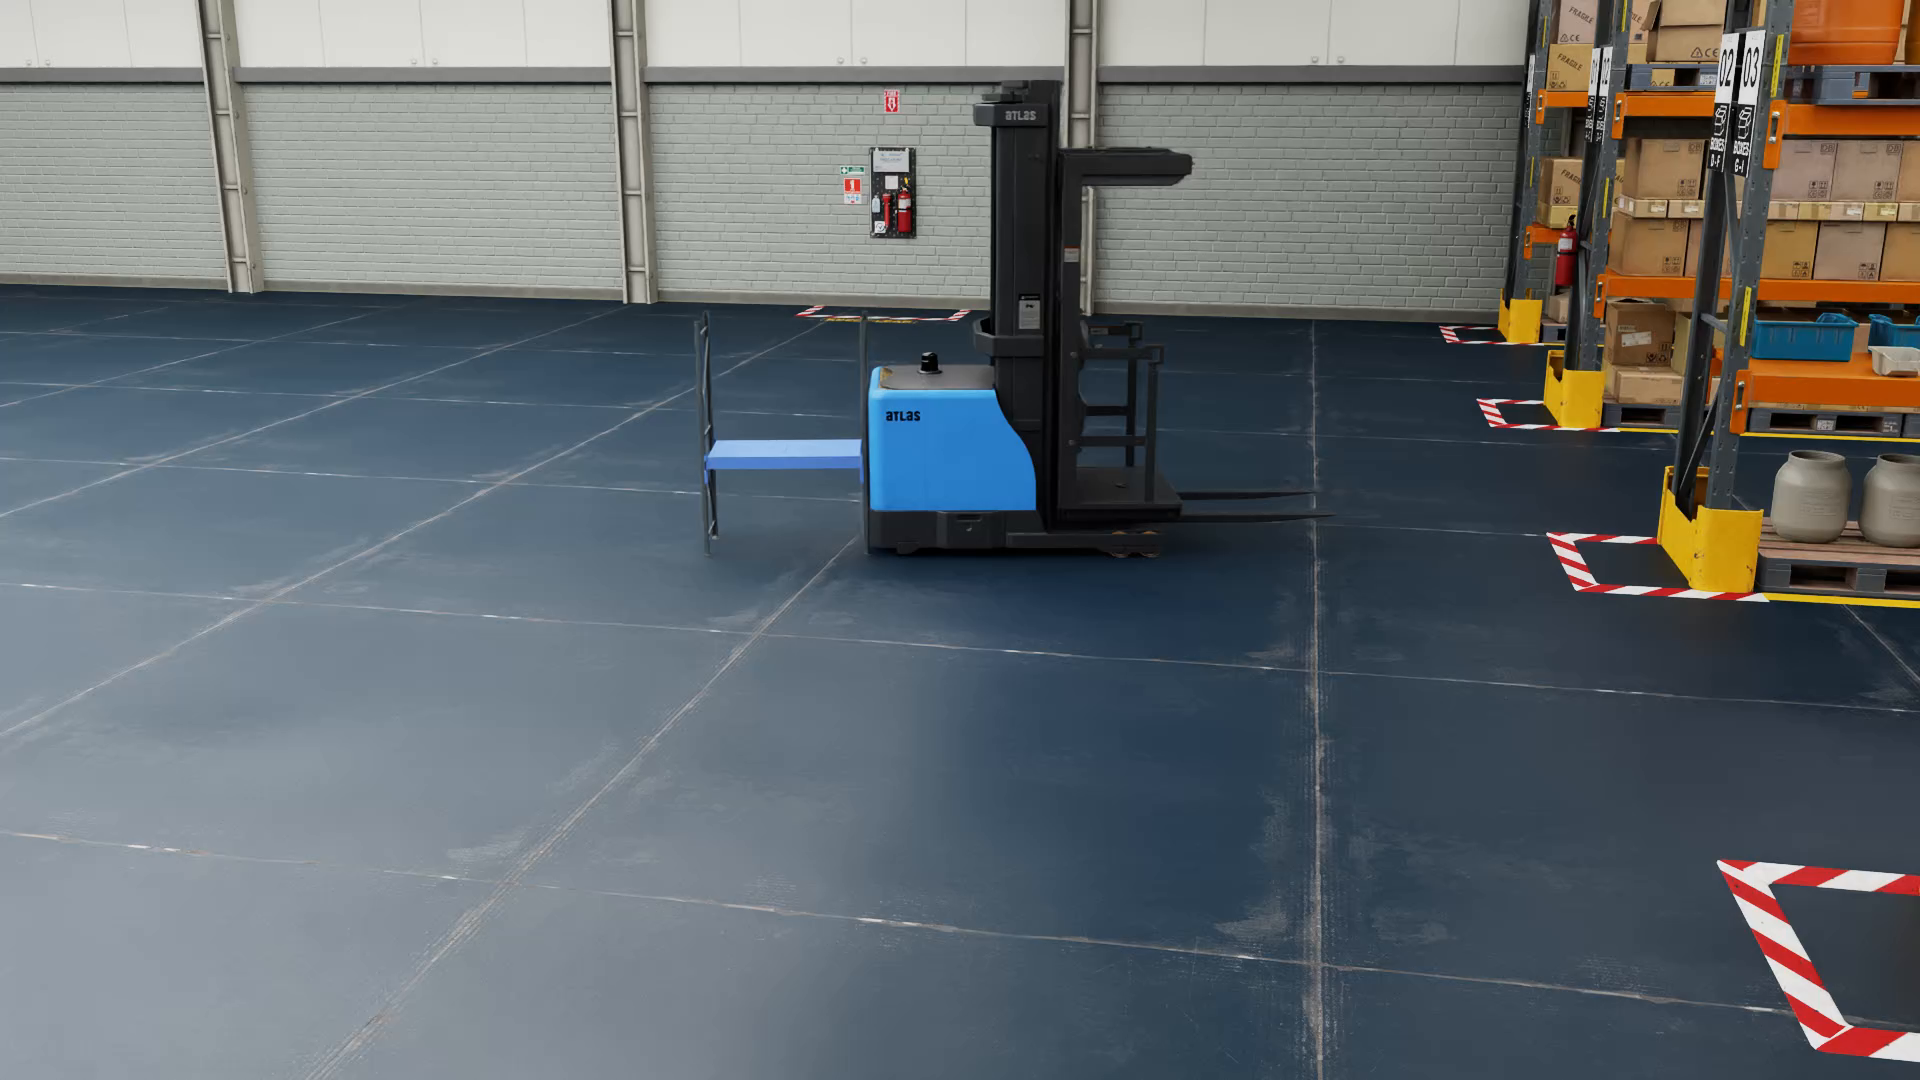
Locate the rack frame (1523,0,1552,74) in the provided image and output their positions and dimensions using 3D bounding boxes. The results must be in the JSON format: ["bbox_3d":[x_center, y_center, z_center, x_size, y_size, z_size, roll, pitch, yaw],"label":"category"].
[{"bbox_3d":[6.543,-6.762,18.545,0.127,3.000,1.000,3,16,11],"label":"rack frame"}]

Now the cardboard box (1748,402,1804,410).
[{"bbox_3d":[7.021,-1.313,14.475,0.500,0.250,0.500,3,16,11],"label":"cardboard box"}]

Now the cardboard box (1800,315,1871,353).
[{"bbox_3d":[7.510,-1.646,14.274,0.500,0.500,0.500,3,16,11],"label":"cardboard box"}]

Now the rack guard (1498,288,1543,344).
[{"bbox_3d":[6.617,-2.662,19.665,0.348,0.500,1.175,3,16,11],"label":"rack guard"}]

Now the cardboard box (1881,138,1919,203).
[{"bbox_3d":[8.057,-3.110,13.984,0.500,0.500,0.700,3,16,11],"label":"cardboard box"}]

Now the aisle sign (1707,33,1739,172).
[{"bbox_3d":[4.557,-2.613,9.937,0.004,0.787,0.394,3,16,11],"label":"aisle sign"}]

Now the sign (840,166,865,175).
[{"bbox_3d":[-1.411,-4.846,21.810,0.331,0.109,0.001,3,16,11],"label":"sign"}]

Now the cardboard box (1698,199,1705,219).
[{"bbox_3d":[6.404,-2.831,14.191,0.250,0.149,0.380,3,16,11],"label":"cardboard box"}]

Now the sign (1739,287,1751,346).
[{"bbox_3d":[4.455,-1.268,9.434,0.005,0.325,0.100,3,16,11],"label":"sign"}]

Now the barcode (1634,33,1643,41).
[{"bbox_3d":[5.951,-4.410,14.586,0.075,0.075,0.001,3,16,11],"label":"barcode"}]

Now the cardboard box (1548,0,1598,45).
[{"bbox_3d":[6.872,-5.772,18.492,0.500,0.500,0.500,2,16,7],"label":"cardboard box"}]

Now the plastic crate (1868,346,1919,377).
[{"bbox_3d":[5.381,-1.020,9.549,0.250,0.136,0.298,3,16,11],"label":"plastic crate"}]

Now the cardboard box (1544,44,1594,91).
[{"bbox_3d":[6.820,-5.291,18.629,0.500,0.500,0.500,4,16,13],"label":"cardboard box"}]

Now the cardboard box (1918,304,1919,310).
[{"bbox_3d":[11.187,-2.630,18.727,0.500,0.500,0.700,4,16,13],"label":"cardboard box"}]

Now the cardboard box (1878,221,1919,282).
[{"bbox_3d":[8.034,-2.486,14.160,0.500,0.500,0.700,3,16,12],"label":"cardboard box"}]

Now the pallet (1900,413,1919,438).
[{"bbox_3d":[8.708,-1.071,14.463,1.213,0.211,1.003,3,16,11],"label":"pallet"}]

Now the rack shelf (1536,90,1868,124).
[{"bbox_3d":[8.502,-4.863,18.657,4.000,0.370,1.077,3,16,11],"label":"rack shelf"}]

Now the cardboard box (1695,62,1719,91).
[{"bbox_3d":[8.379,-5.203,18.313,0.500,0.500,0.500,4,16,15],"label":"cardboard box"}]

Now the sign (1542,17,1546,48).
[{"bbox_3d":[6.435,-5.595,18.316,0.005,0.325,0.100,3,16,11],"label":"sign"}]

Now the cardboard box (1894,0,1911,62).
[{"bbox_3d":[7.890,-4.247,13.845,0.637,0.503,0.797,5,16,17],"label":"cardboard box"}]

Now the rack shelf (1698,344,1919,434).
[{"bbox_3d":[6.528,-0.826,9.701,4.000,0.370,1.077,3,16,11],"label":"rack shelf"}]

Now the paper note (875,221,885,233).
[{"bbox_3d":[-1.052,-4.123,21.908,0.142,0.148,0.016,3,16,11],"label":"paper note"}]

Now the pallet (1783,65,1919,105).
[{"bbox_3d":[5.360,-2.564,9.363,1.213,0.211,1.003,3,16,11],"label":"pallet"}]

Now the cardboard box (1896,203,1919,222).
[{"bbox_3d":[7.926,-2.749,13.894,0.250,0.149,0.380,4,16,13],"label":"cardboard box"}]

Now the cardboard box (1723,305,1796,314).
[{"bbox_3d":[7.127,-1.813,14.877,0.500,0.500,0.500,3,16,11],"label":"cardboard box"}]

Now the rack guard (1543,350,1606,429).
[{"bbox_3d":[5.536,-1.371,15.005,0.348,0.500,1.175,3,16,11],"label":"rack guard"}]

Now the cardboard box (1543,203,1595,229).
[{"bbox_3d":[6.958,-3.699,18.969,0.500,0.250,0.500,3,16,9],"label":"cardboard box"}]

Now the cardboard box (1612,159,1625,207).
[{"bbox_3d":[7.433,-4.036,18.783,0.500,0.500,0.500,3,16,11],"label":"cardboard box"}]

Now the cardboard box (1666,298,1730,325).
[{"bbox_3d":[8.470,-2.735,19.105,0.500,0.500,0.700,2,16,8],"label":"cardboard box"}]

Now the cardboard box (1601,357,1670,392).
[{"bbox_3d":[6.144,-1.500,15.154,0.500,0.250,0.500,3,16,11],"label":"cardboard box"}]

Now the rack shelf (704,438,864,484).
[{"bbox_3d":[-1.116,-0.514,10.713,1.000,0.185,0.538,0,15,-1],"label":"rack shelf"}]

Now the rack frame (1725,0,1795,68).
[{"bbox_3d":[4.568,-4.170,9.189,0.127,3.000,1.000,3,16,11],"label":"rack frame"}]

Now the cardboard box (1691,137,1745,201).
[{"bbox_3d":[6.582,-3.190,14.272,0.500,0.500,0.700,3,16,10],"label":"cardboard box"}]

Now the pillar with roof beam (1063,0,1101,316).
[{"bbox_3d":[0.663,-6.144,16.314,0.400,9.000,9.100,3,16,11],"label":"pillar with roof beam"}]

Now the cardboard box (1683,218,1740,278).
[{"bbox_3d":[6.530,-2.568,14.455,0.500,0.500,0.700,4,16,13],"label":"cardboard box"}]

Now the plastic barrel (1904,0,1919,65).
[{"bbox_3d":[5.711,-2.990,9.409,0.600,0.588,0.600,0,15,0],"label":"plastic barrel"}]

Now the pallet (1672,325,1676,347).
[{"bbox_3d":[8.598,-2.405,19.277,1.213,0.211,1.003,3,16,11],"label":"pallet"}]

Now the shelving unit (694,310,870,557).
[{"bbox_3d":[-1.116,-0.688,10.665,1.048,1.500,0.538,0,15,-1],"label":"shelving unit"}]

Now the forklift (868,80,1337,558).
[{"bbox_3d":[0.919,-1.441,10.705,3.031,2.935,1.130,0,15,-1],"label":"forklift"}]

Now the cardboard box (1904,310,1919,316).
[{"bbox_3d":[8.595,-1.731,14.583,0.500,0.500,0.500,3,16,11],"label":"cardboard box"}]

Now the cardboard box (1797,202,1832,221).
[{"bbox_3d":[7.163,-2.790,14.042,0.250,0.149,0.380,3,16,10],"label":"cardboard box"}]
